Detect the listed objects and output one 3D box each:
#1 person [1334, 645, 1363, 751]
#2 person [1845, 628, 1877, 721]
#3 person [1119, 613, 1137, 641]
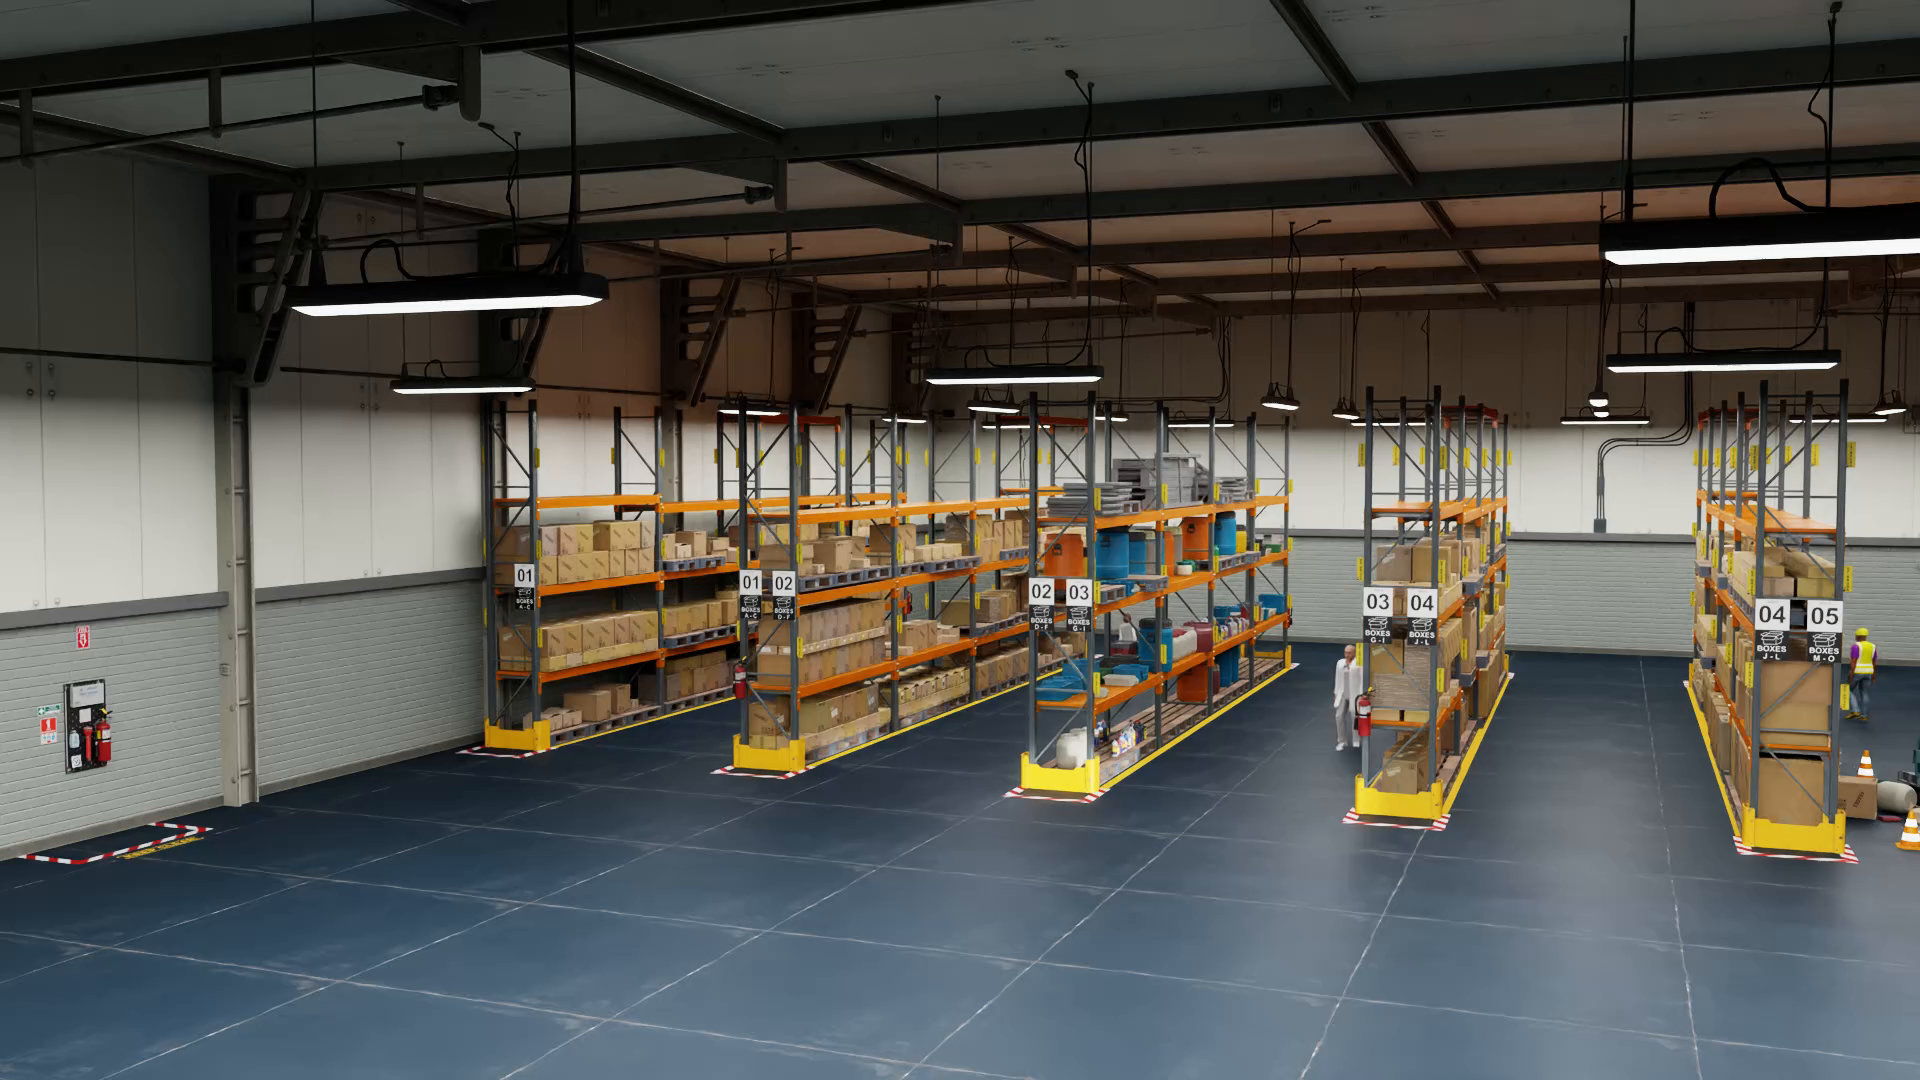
[{"bbox_3d":[6.709,2.719,28.636,0.649,1.828,0.649,2,4,39],"label":"person"},{"bbox_3d":[17.182,2.560,31.698,0.602,1.774,0.438,0,3,-4],"label":"person"},{"bbox_3d":[3.699,2.403,36.541,0.475,1.592,0.458,1,3,22],"label":"person"}]
